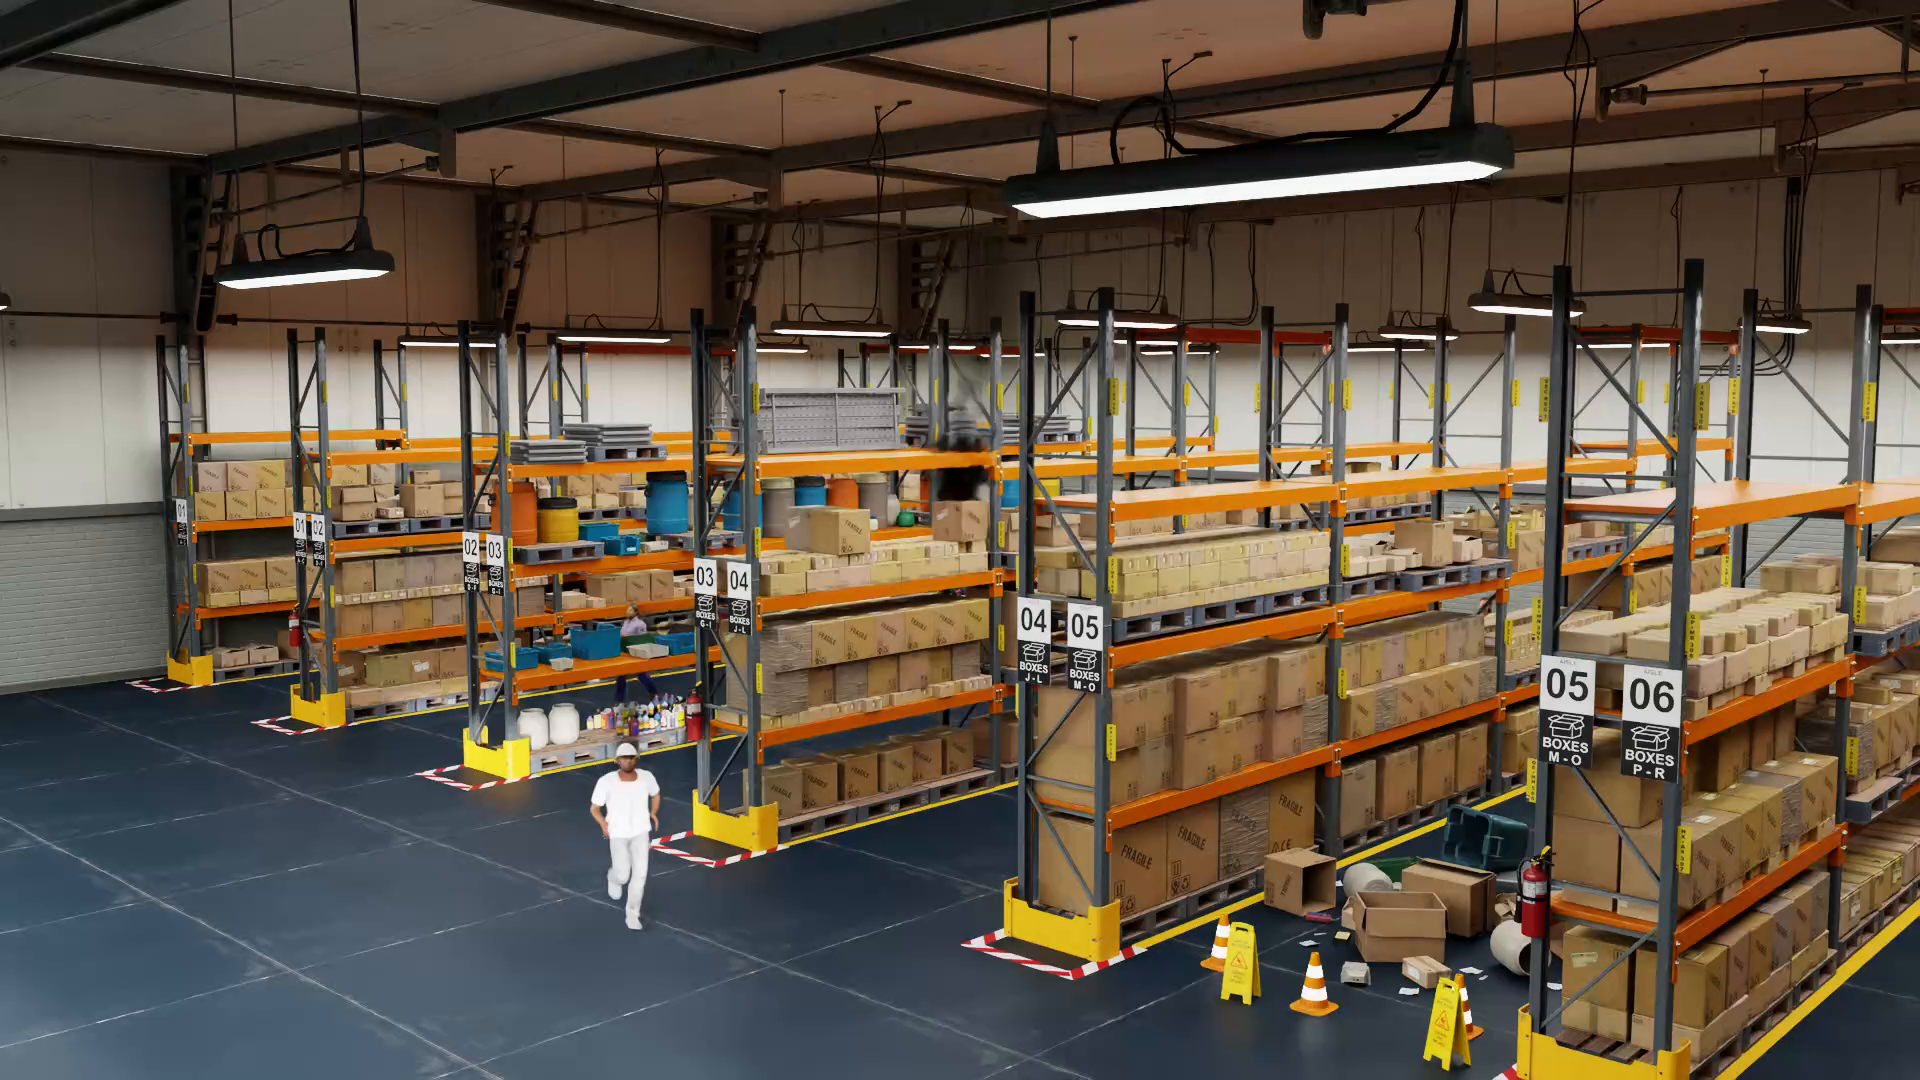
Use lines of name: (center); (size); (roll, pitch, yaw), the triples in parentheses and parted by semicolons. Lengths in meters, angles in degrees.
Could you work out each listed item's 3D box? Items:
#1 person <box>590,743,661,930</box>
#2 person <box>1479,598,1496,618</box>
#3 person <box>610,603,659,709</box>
person: (-3.187, 2.806, 15.986); (0.699, 1.737, 0.780); (-2, 6, -23)
person: (8.693, 1.777, 27.486); (0.587, 1.661, 0.808); (5, 7, 40)
person: (-5.208, 1.852, 26.521); (0.596, 1.646, 0.903); (3, 6, 32)
